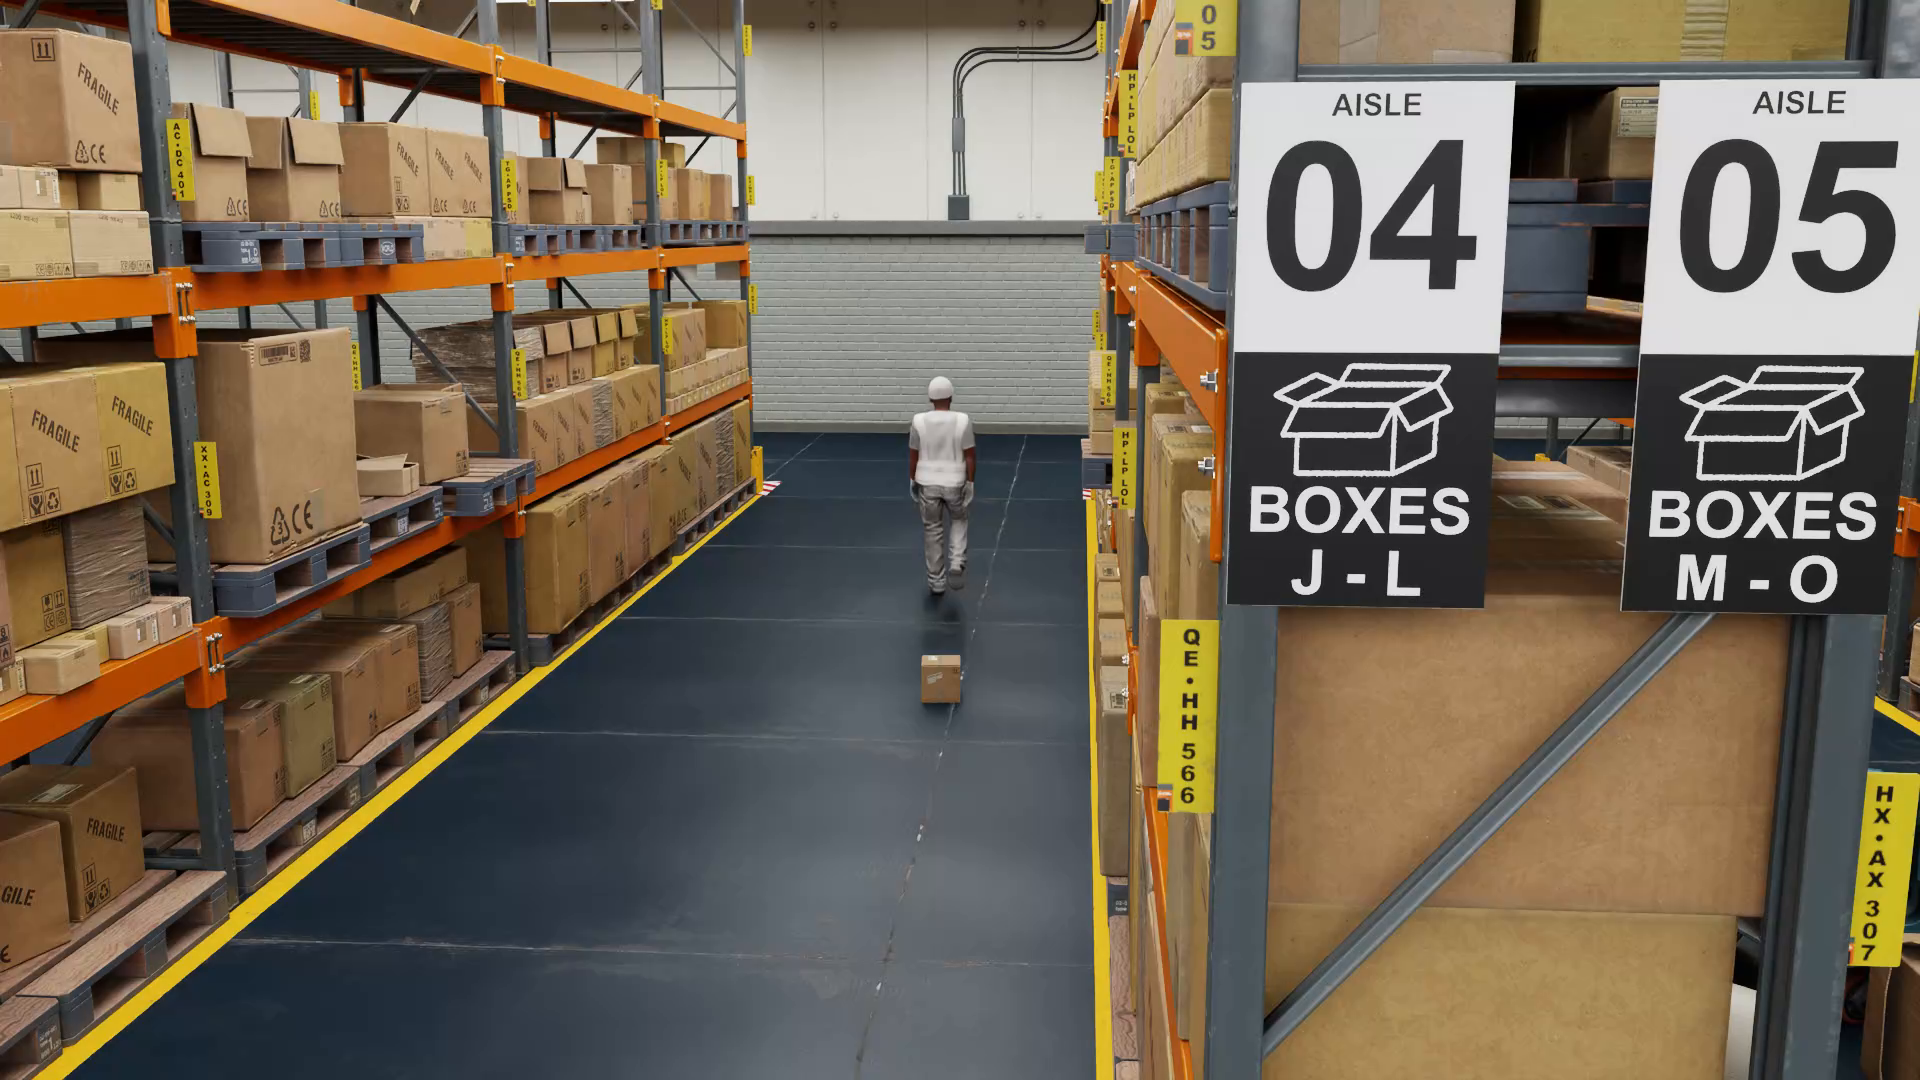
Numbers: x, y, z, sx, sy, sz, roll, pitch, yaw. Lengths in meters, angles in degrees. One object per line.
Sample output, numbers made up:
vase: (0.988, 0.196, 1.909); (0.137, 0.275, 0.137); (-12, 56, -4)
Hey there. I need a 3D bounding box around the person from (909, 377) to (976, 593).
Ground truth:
person: (-0.148, -0.462, 13.749); (0.545, 1.791, 0.446); (0, 11, -2)
